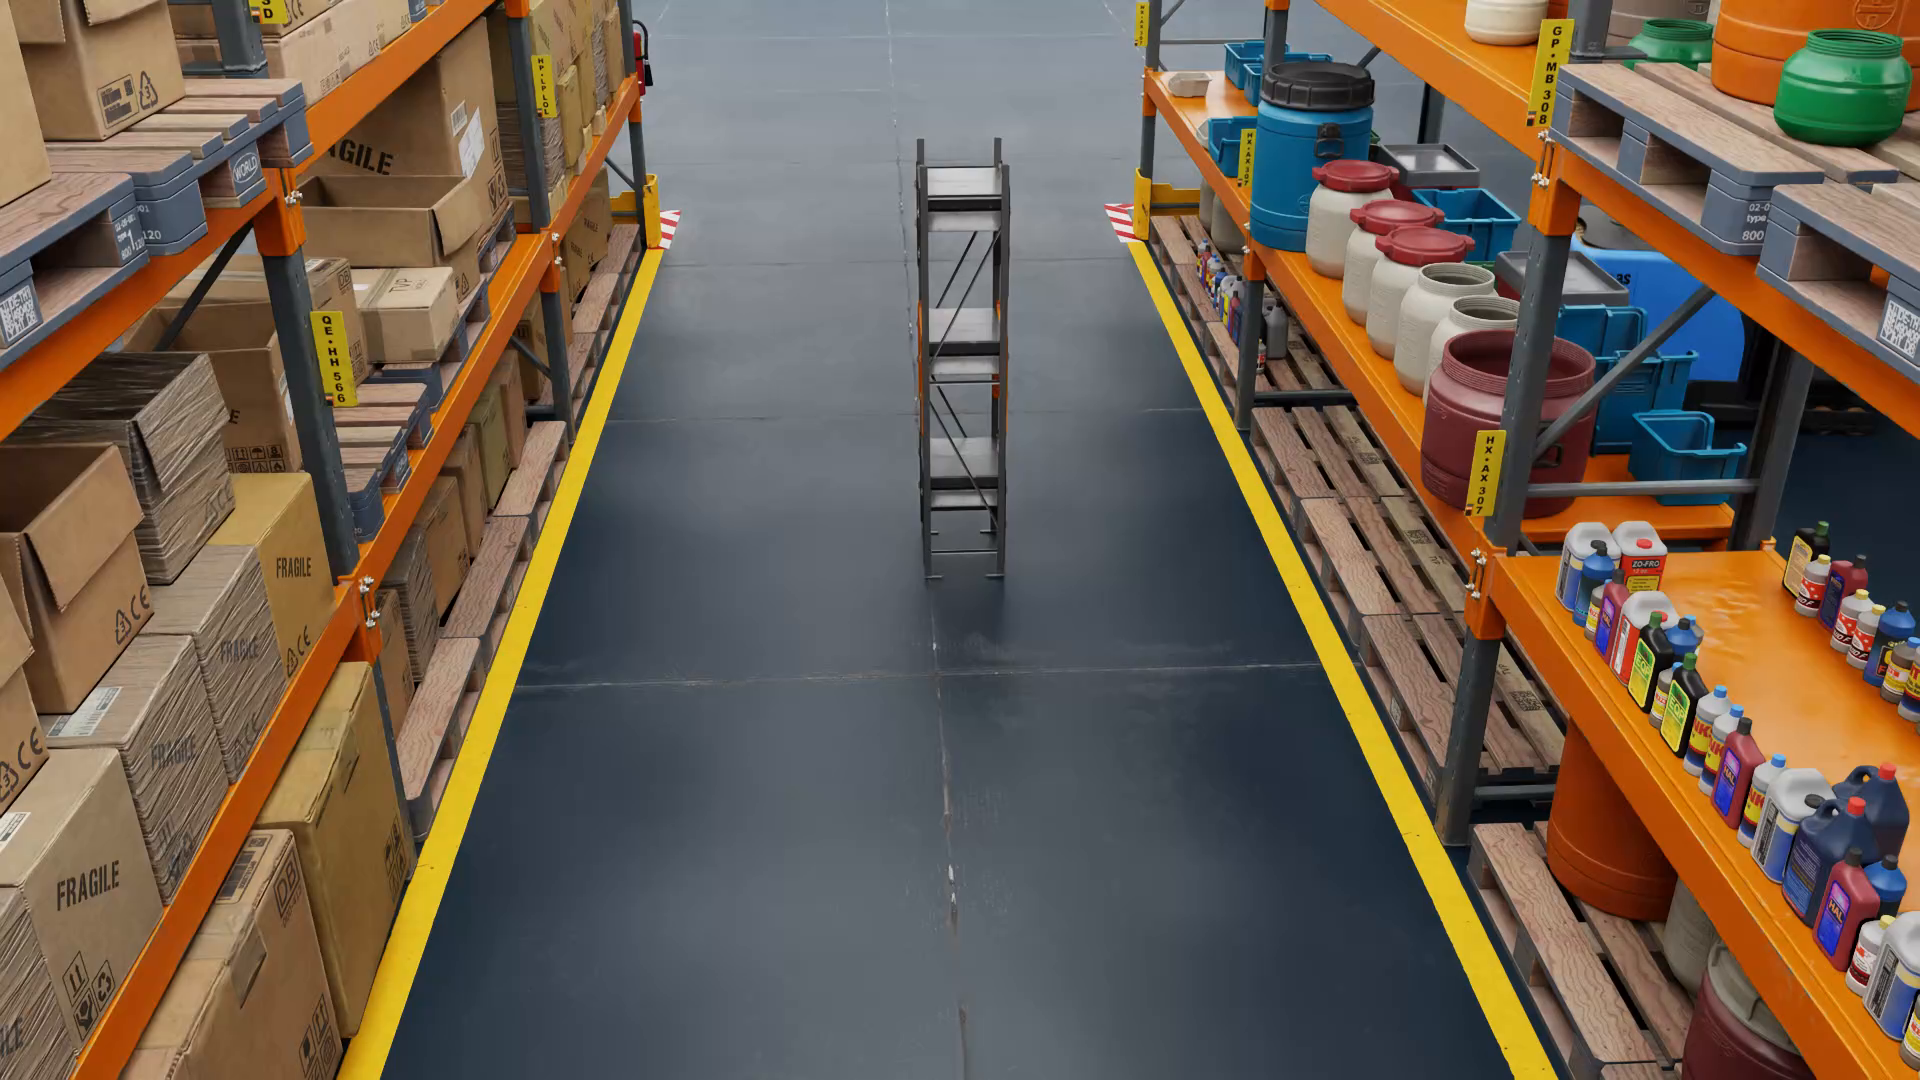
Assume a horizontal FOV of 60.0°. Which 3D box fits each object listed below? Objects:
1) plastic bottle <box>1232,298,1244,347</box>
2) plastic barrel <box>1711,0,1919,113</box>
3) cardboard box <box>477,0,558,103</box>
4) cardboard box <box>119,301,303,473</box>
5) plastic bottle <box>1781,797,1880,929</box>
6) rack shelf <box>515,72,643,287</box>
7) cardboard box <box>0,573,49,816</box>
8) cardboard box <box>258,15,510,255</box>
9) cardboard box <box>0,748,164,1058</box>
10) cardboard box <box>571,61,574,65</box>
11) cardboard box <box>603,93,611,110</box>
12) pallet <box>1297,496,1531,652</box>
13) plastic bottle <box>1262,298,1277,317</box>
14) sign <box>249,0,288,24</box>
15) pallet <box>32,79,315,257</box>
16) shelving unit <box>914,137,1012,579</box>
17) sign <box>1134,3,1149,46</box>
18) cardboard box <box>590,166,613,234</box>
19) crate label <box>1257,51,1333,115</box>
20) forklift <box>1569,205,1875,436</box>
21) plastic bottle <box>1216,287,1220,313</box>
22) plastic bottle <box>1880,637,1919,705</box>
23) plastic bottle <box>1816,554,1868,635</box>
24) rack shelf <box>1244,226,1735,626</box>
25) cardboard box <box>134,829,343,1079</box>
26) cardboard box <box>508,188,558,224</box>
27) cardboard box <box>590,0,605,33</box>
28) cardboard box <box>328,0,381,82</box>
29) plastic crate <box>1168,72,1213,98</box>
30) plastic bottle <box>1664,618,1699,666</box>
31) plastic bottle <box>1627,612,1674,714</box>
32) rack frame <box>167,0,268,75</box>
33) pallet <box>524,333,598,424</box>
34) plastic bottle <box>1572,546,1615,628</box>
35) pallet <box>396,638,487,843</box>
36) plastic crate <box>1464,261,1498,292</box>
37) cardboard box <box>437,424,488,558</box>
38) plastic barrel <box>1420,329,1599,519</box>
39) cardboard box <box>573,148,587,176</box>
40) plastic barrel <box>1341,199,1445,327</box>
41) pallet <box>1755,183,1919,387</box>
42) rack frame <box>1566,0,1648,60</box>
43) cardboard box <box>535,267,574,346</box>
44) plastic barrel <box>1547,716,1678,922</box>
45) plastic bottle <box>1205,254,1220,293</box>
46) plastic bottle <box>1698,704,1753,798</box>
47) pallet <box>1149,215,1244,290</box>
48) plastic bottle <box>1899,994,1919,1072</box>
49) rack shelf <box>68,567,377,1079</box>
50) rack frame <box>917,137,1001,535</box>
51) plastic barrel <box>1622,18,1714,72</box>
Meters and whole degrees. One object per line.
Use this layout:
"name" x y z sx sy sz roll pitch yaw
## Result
"plastic bottle" 1.831 -1.421 10.619 0.144 0.351 0.185 -3 28 -5
"plastic barrel" 2.398 -1.618 4.447 0.600 0.830 0.708 -1 28 -3
"cardboard box" -2.553 -2.735 9.239 0.500 0.500 0.500 -1 28 -3
"cardboard box" -2.643 -0.533 5.966 0.500 0.500 0.500 -5 28 -9
"plastic bottle" 2.148 0.770 4.083 0.144 0.351 0.185 -1 28 -3
"rack shelf" -2.888 -2.506 11.089 1.077 0.370 4.000 -1 28 -3
"cardboard box" -2.480 0.405 3.536 0.797 0.503 0.637 -1 28 -1
"cardboard box" -2.882 -1.983 8.206 1.000 1.000 1.000 -1 28 -2
"cardboard box" -2.225 0.829 3.810 0.500 0.500 0.500 -1 28 -2
"cardboard box" -2.863 -2.747 10.344 0.875 0.500 0.500 -1 28 -3
"cardboard box" -2.697 -3.165 11.846 0.380 0.149 0.250 -1 28 -3
"pallet" 2.309 0.142 8.250 1.003 0.211 1.213 -1 28 -3
"plastic bottle" 1.978 -1.403 10.665 0.152 0.276 0.135 -1 28 -3
"sign" -2.020 -1.658 4.797 0.100 0.325 0.005 -1 28 -3
"pallet" -2.488 -1.004 4.392 1.213 0.211 1.003 0 28 0
"shelving unit" 0.009 -0.855 8.118 0.431 2.100 0.503 -1 28 -3
"sign" 1.404 -3.980 12.837 0.100 0.325 0.005 -1 28 -3
"cardboard box" -2.976 -2.538 12.621 0.500 0.500 0.500 4 28 7
"crate label" 2.320 -3.040 11.298 0.502 0.435 0.616 -1 28 -3
"forklift" 5.124 -2.181 9.761 3.031 2.935 1.130 3 28 5
"plastic bottle" 1.776 -1.633 11.187 0.097 0.201 0.097 0 28 0
"plastic bottle" 2.834 0.386 4.981 0.097 0.201 0.097 0 28 0
"plastic bottle" 2.831 0.161 5.324 0.061 0.283 0.133 -1 28 -3
"rack shelf" 2.267 -0.778 7.777 1.077 0.370 4.000 -1 28 -3
"cardboard box" -2.520 1.433 4.603 1.225 0.875 0.875 -1 28 -2
"cardboard box" -2.494 -1.897 9.414 0.380 0.149 0.250 -1 28 -3
"cardboard box" -2.661 -3.658 11.010 0.500 0.500 0.500 -1 28 -3
"cardboard box" -2.371 -1.778 5.834 0.500 0.250 0.500 -1 28 -1
"plastic crate" 1.679 -3.330 12.177 0.298 0.136 0.250 -1 28 -3
"plastic bottle" 2.135 0.357 4.960 0.097 0.271 0.097 0 28 0
"plastic bottle" 2.057 0.362 4.938 0.061 0.283 0.133 -1 28 -3
"rack frame" -2.575 -2.714 4.223 1.000 3.000 0.127 -1 28 -3
"pallet" -2.854 -0.974 10.390 1.003 0.211 1.213 -1 28 -3
"plastic bottle" 2.050 0.145 5.367 0.097 0.271 0.097 0 28 0
"pallet" -2.614 0.821 6.947 1.003 0.211 1.213 -1 28 -3
"plastic crate" 2.536 -1.130 7.901 0.450 0.188 0.662 -1 28 -3
"cardboard box" -2.737 -0.225 8.165 0.700 0.500 0.500 -4 28 -7
"plastic barrel" 2.045 -0.441 6.205 0.600 0.536 0.708 -1 28 -3
"cardboard box" -2.530 -2.359 10.300 0.380 0.149 0.250 -1 28 -3
"plastic barrel" 2.032 -1.295 7.843 0.433 0.535 0.433 0 28 0
"pallet" 2.380 -0.456 3.341 1.003 0.211 1.213 -1 28 -3
"rack frame" 2.372 -2.834 4.452 1.000 3.000 0.127 -1 28 -3
"cardboard box" -2.802 -1.429 10.496 0.500 0.500 0.500 7 28 14
"plastic barrel" 2.414 0.828 5.812 0.600 0.830 0.708 -1 28 -3
"plastic bottle" 1.755 -1.850 11.529 0.097 0.271 0.097 0 28 0
"plastic bottle" 2.098 0.572 4.549 0.097 0.271 0.097 0 28 0
"pallet" 2.042 -2.223 12.783 1.003 0.211 1.213 -1 28 -3
"plastic bottle" 2.151 1.071 3.668 0.097 0.201 0.097 0 28 0
"rack shelf" -2.470 1.188 4.006 1.077 0.370 4.000 -1 28 -3
"rack frame" -0.004 -0.967 8.334 0.400 2.100 0.015 -1 28 -3
"plastic barrel" 2.308 -1.548 5.398 0.294 0.245 0.294 0 28 0
